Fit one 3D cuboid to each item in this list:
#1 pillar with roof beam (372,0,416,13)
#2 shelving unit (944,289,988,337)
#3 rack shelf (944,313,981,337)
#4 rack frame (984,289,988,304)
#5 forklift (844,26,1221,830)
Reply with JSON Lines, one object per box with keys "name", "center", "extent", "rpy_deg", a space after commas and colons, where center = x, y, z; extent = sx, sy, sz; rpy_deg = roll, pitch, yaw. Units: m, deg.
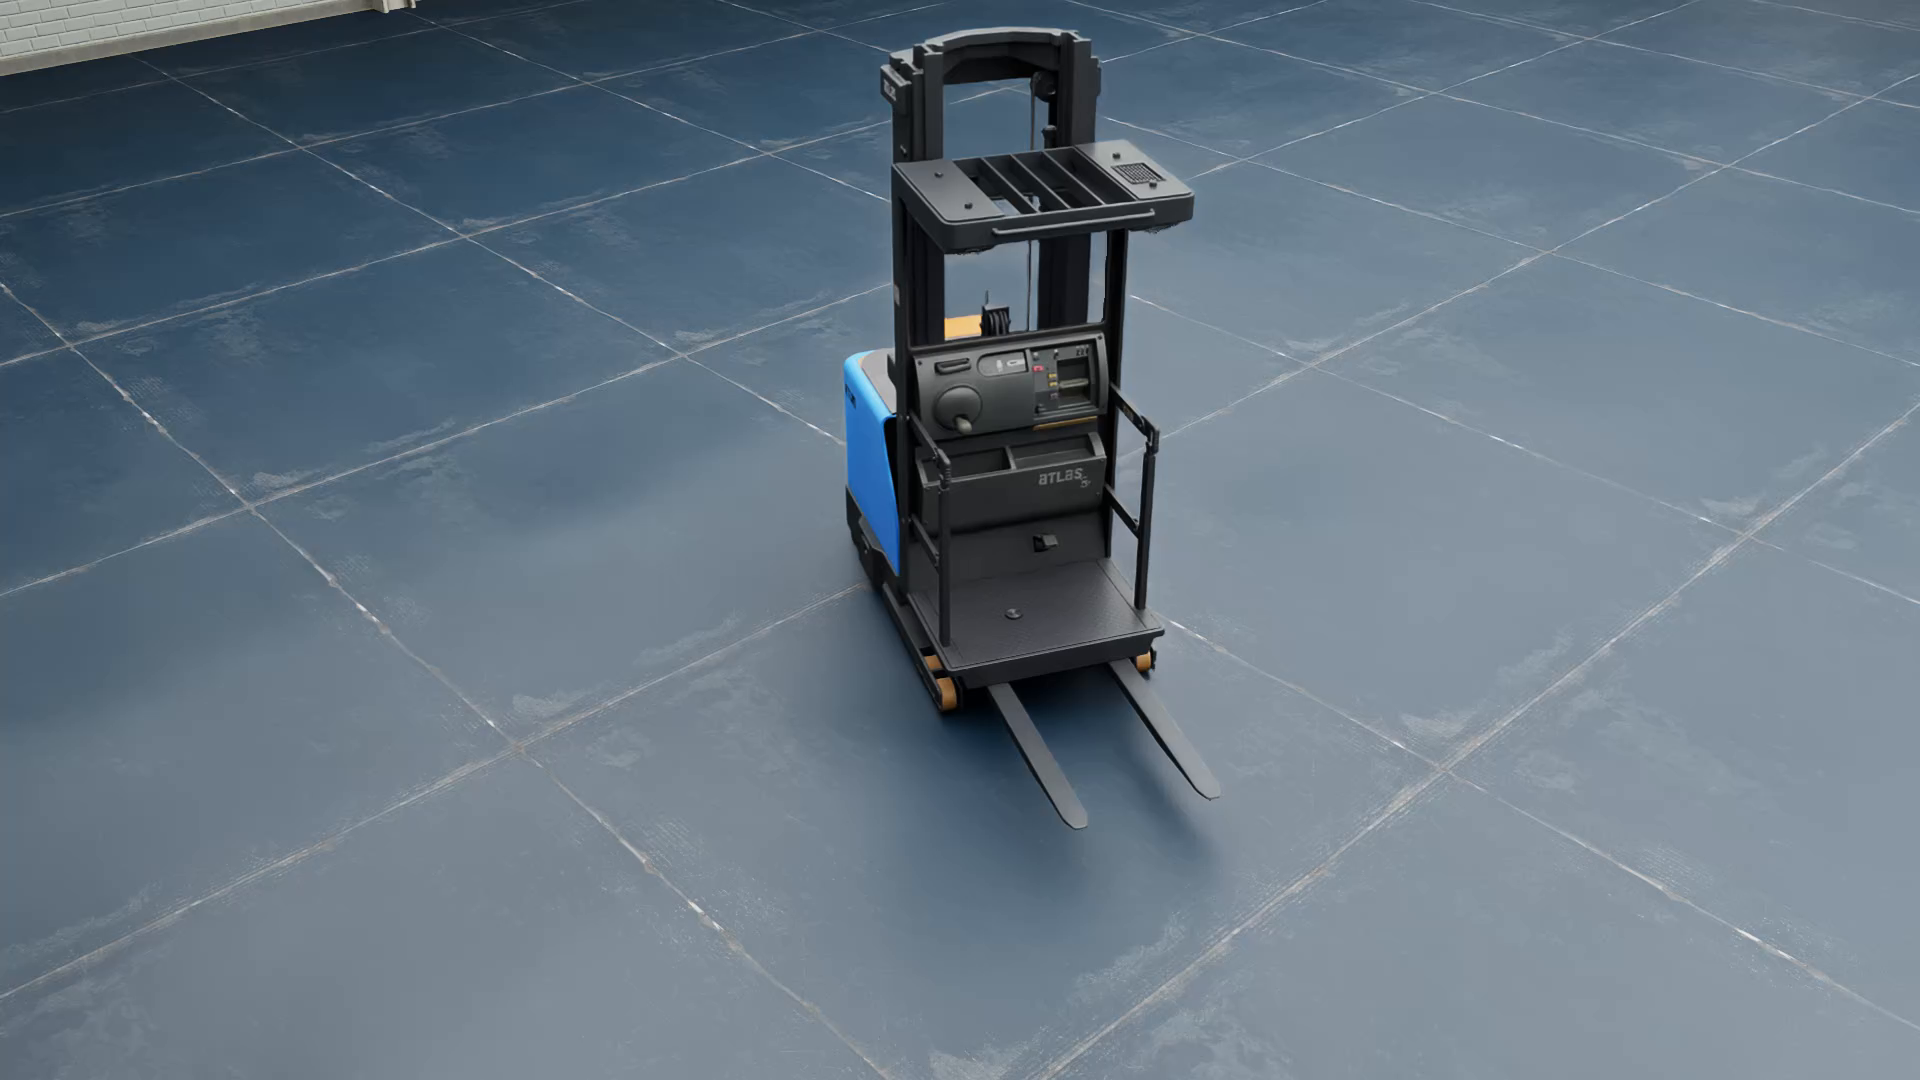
{"name": "pillar with roof beam", "center": [-3.676, -8.404, 14.368], "extent": [0.400, 9.000, 9.100], "rpy_deg": [-26, 40, -35]}
{"name": "shelving unit", "center": [-0.053, -0.782, 9.379], "extent": [0.503, 1.200, 0.258], "rpy_deg": [-10, 33, -16]}
{"name": "rack shelf", "center": [-0.053, -1.117, 9.174], "extent": [0.480, 0.148, 0.258], "rpy_deg": [-10, 33, -16]}
{"name": "rack frame", "center": [0.179, -0.822, 9.444], "extent": [0.015, 1.200, 0.240], "rpy_deg": [-10, 33, -16]}
{"name": "forklift", "center": [0.314, -0.670, 7.536], "extent": [1.130, 2.935, 3.031], "rpy_deg": [-10, 33, -16]}
